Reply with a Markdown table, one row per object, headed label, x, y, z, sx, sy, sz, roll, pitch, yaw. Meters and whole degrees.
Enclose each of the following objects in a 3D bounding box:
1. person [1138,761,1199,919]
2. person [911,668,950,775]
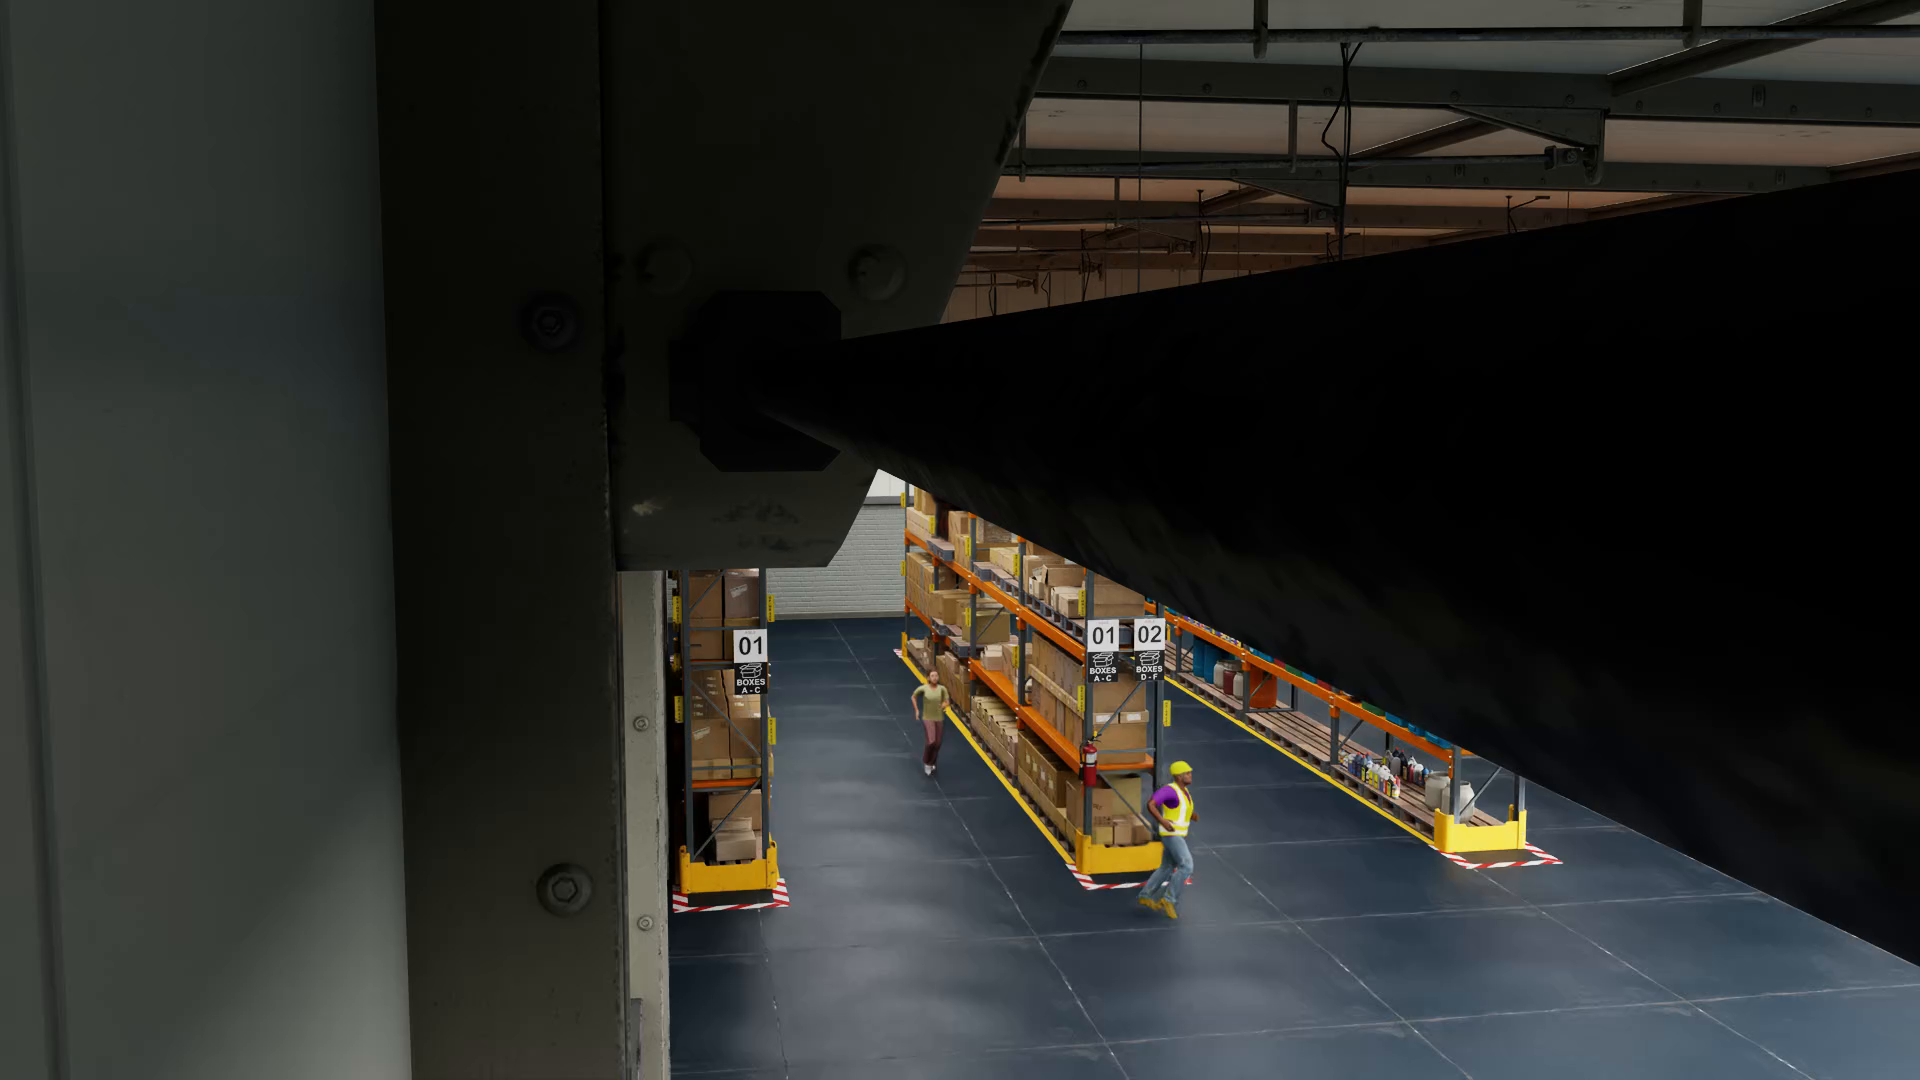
| label | x | y | z | sx | sy | sz | roll | pitch | yaw |
| --- | --- | --- | --- | --- | --- | --- | --- | --- | --- |
| person | 2.456 | 3.476 | 19.434 | 0.666 | 1.775 | 0.742 | 2 | 6 | 20 |
| person | -0.424 | 2.818 | 25.856 | 0.549 | 1.659 | 0.656 | -2 | 6 | -19 |
